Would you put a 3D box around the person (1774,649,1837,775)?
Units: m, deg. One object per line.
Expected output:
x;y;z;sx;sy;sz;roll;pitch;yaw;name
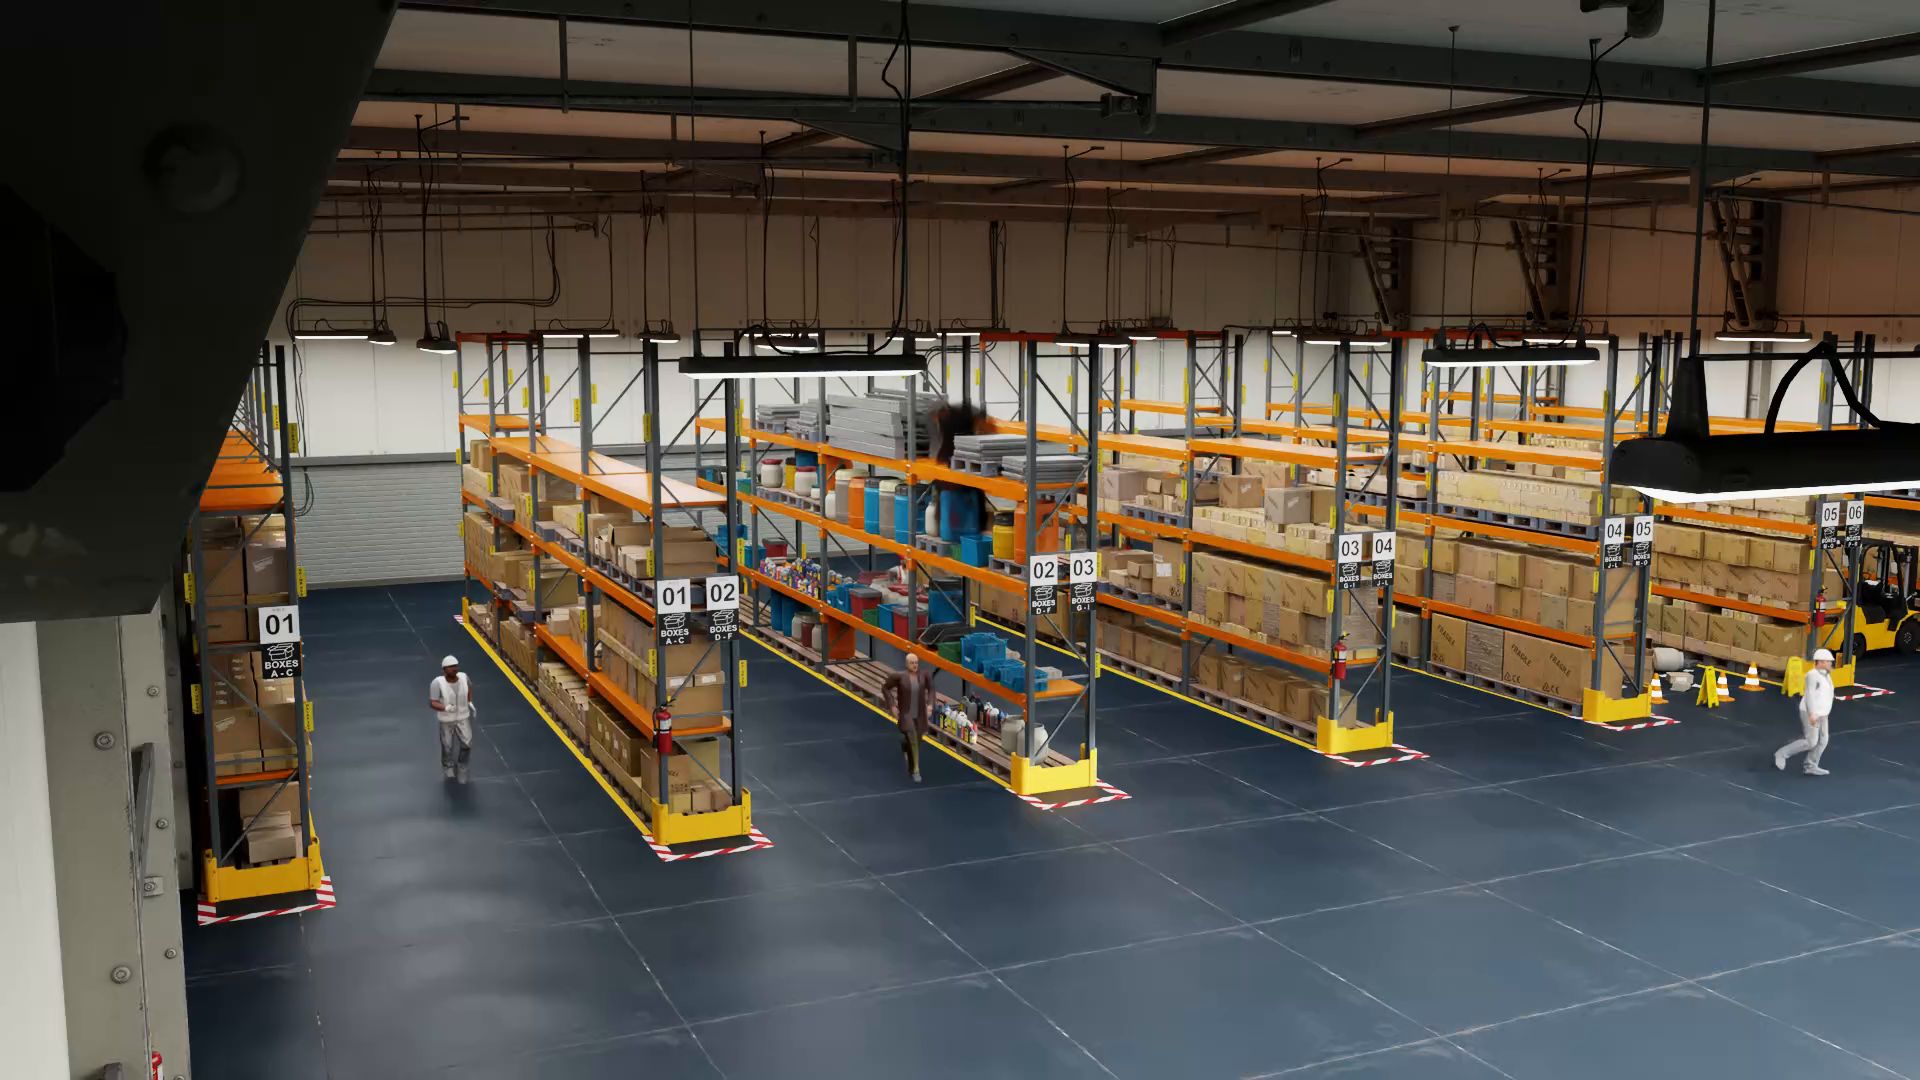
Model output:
11.697;2.367;22.993;0.681;1.750;0.622;-7;11;-43;person

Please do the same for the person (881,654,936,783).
-0.704;2.419;22.920;0.748;1.780;0.807;-3;8;-21;person

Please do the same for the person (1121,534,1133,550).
3.442;0.751;35.198;0.629;1.767;0.727;-5;9;-33;person

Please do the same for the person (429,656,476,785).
-6.819;2.437;22.439;0.650;1.783;0.798;-4;9;-29;person

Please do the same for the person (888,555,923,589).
-1.128;1.106;32.260;0.613;1.786;0.993;-6;10;-36;person
